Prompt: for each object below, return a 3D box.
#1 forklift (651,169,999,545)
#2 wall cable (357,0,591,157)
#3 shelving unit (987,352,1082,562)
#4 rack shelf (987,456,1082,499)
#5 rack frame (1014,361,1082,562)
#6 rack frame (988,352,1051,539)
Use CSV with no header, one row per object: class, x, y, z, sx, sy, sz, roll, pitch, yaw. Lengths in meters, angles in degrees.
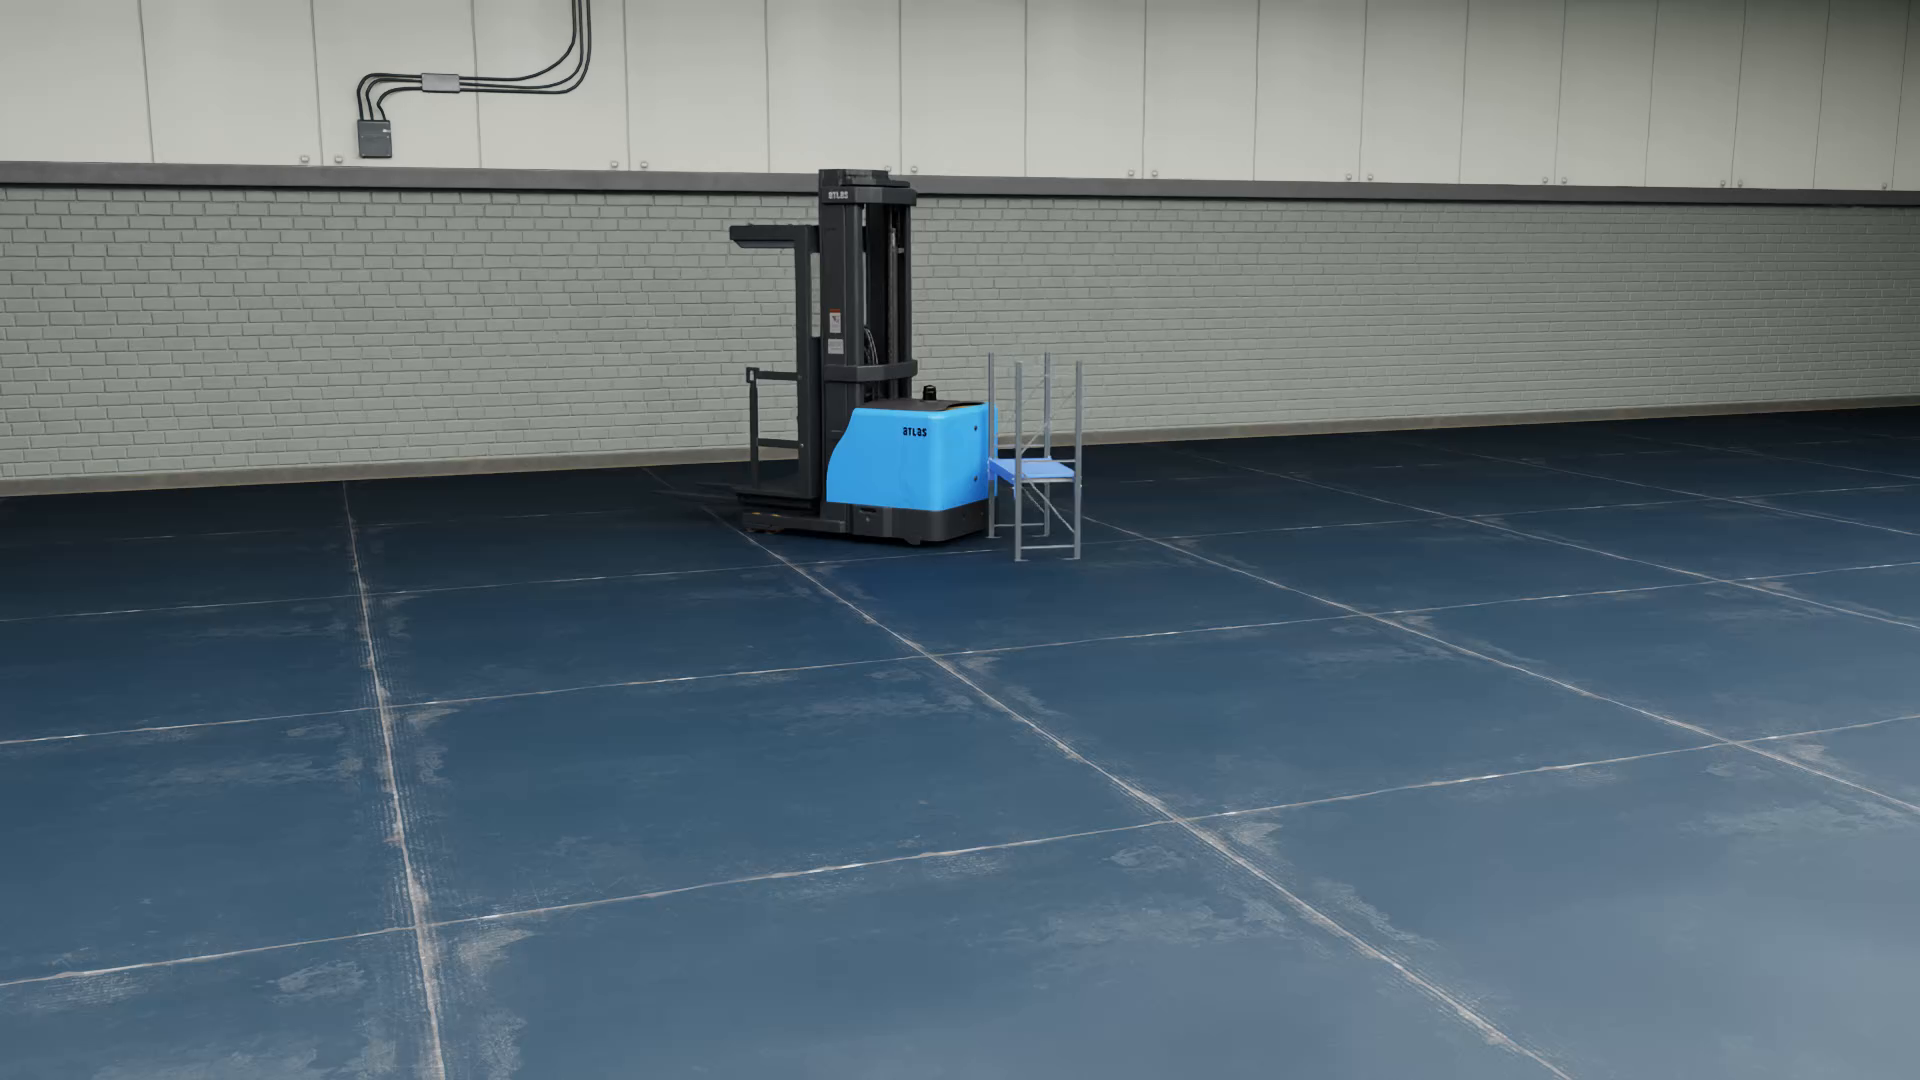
forklift,-1.217,-1.563,13.839,3.031,2.935,1.130,6,12,29
wall cable,-4.821,-6.795,16.212,2.305,6.003,0.169,-4,11,-21
shelving unit,0.568,-0.671,12.911,0.538,1.500,1.048,-2,10,-10
rack shelf,0.568,-0.494,12.943,0.538,0.185,1.000,-2,10,-10
rack frame,0.658,-0.584,12.418,0.500,1.500,0.032,-2,10,-10
rack frame,0.478,-0.759,13.404,0.500,1.500,0.032,-2,10,-10
